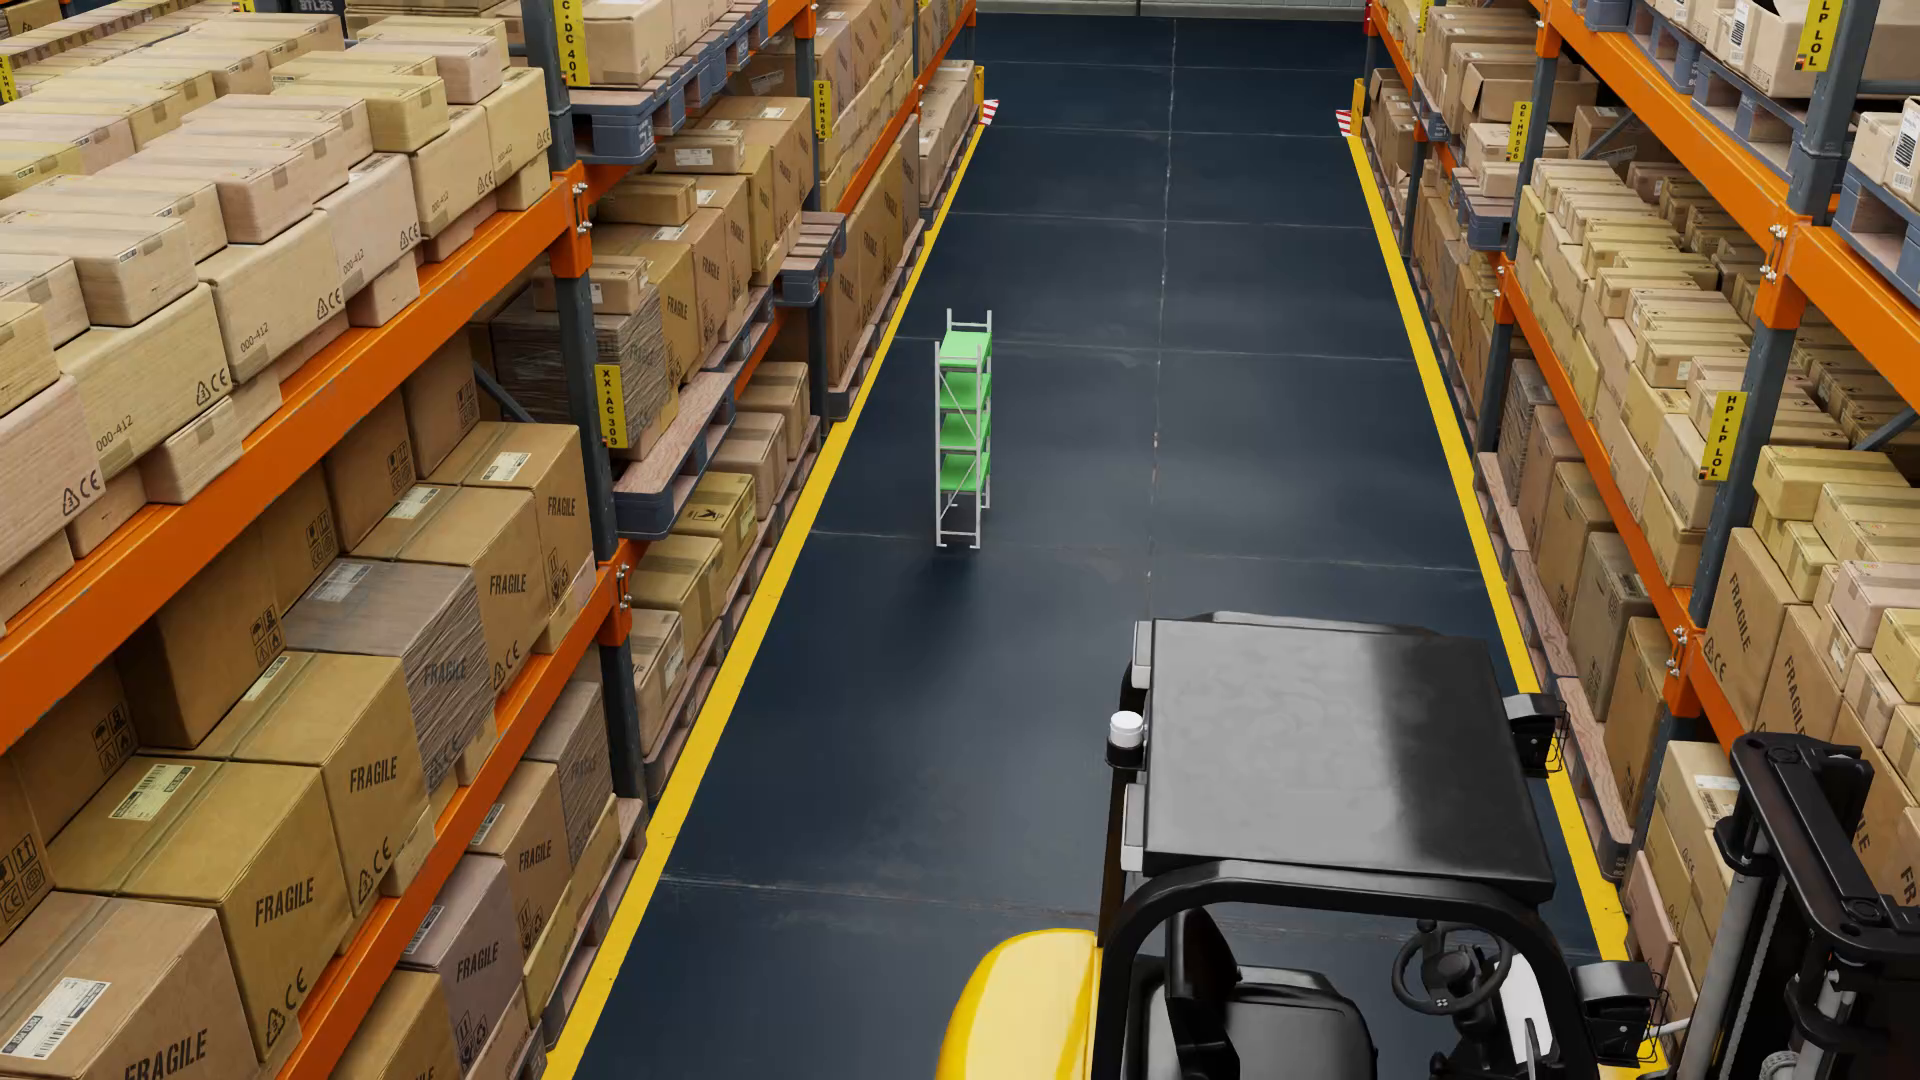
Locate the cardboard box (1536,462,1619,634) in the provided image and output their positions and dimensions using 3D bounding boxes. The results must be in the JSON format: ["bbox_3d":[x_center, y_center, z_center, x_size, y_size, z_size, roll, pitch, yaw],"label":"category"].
[{"bbox_3d":[3.355,0.049,8.057,0.875,0.625,0.625,2,28,4],"label":"cardboard box"}]

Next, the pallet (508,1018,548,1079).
[{"bbox_3d":[-2.012,1.989,5.336,1.003,0.211,1.213,3,28,6],"label":"pallet"}]

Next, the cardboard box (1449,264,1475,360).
[{"bbox_3d":[3.571,-1.507,11.077,0.500,0.500,0.500,5,29,8],"label":"cardboard box"}]

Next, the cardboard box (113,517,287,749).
[{"bbox_3d":[-2.233,0.171,4.297,0.700,0.500,0.500,3,28,6],"label":"cardboard box"}]

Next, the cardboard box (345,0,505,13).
[{"bbox_3d":[-1.873,-2.073,5.960,0.500,0.250,0.500,4,29,7],"label":"cardboard box"}]

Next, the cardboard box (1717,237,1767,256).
[{"bbox_3d":[3.729,-1.285,7.684,0.380,0.149,0.250,3,28,5],"label":"cardboard box"}]

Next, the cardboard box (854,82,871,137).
[{"bbox_3d":[-0.883,-2.871,11.048,0.500,0.250,0.500,3,28,6],"label":"cardboard box"}]

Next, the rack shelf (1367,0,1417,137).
[{"bbox_3d":[4.334,-4.237,14.710,1.077,0.370,4.000,3,28,6],"label":"rack shelf"}]

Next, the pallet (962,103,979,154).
[{"bbox_3d":[-0.368,-4.173,16.773,1.003,0.211,1.213,3,28,6],"label":"pallet"}]

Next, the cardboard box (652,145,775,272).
[{"bbox_3d":[-1.220,-1.664,8.314,0.500,0.500,0.500,1,28,3],"label":"cardboard box"}]

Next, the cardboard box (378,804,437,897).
[{"bbox_3d":[-1.732,0.867,4.743,0.380,0.149,0.250,4,29,7],"label":"cardboard box"}]

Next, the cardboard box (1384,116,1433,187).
[{"bbox_3d":[4.140,-3.408,14.606,0.700,0.500,0.500,2,28,4],"label":"cardboard box"}]

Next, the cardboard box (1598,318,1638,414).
[{"bbox_3d":[3.040,-0.729,7.072,0.500,0.250,0.500,4,29,7],"label":"cardboard box"}]

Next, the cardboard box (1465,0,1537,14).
[{"bbox_3d":[4.536,-4.693,13.852,0.500,0.500,0.500,3,28,5],"label":"cardboard box"}]

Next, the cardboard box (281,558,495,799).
[{"bbox_3d":[-1.741,0.403,4.921,0.500,0.500,0.500,4,29,8],"label":"cardboard box"}]

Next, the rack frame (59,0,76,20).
[{"bbox_3d":[-10.183,-6.357,17.888,1.000,3.000,0.127,3,28,6],"label":"rack frame"}]

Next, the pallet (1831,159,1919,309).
[{"bbox_3d":[3.030,-0.725,4.364,1.003,0.211,1.213,3,28,6],"label":"pallet"}]

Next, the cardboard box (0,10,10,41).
[{"bbox_3d":[-10.293,-4.873,16.929,0.875,0.875,0.875,3,28,6],"label":"cardboard box"}]

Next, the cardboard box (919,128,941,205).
[{"bbox_3d":[-0.654,-3.245,14.369,0.875,0.438,0.875,3,28,5],"label":"cardboard box"}]

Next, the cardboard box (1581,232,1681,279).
[{"bbox_3d":[3.120,-1.318,7.744,0.380,0.149,0.250,4,29,7],"label":"cardboard box"}]

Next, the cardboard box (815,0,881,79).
[{"bbox_3d":[-0.829,-3.432,11.298,0.500,0.500,0.500,4,29,7],"label":"cardboard box"}]

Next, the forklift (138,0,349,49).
[{"bbox_3d":[-3.869,-1.931,9.745,3.031,2.935,1.130,3,28,6],"label":"forklift"}]

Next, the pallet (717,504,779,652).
[{"bbox_3d":[-1.577,0.152,8.745,1.003,0.211,1.213,3,28,6],"label":"pallet"}]

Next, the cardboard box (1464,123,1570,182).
[{"bbox_3d":[3.407,-2.363,10.190,0.500,0.250,0.500,2,28,4],"label":"cardboard box"}]

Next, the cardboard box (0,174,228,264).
[{"bbox_3d":[-1.844,-0.681,3.613,0.380,0.149,0.250,4,29,7],"label":"cardboard box"}]

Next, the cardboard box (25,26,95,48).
[{"bbox_3d":[-6.454,-3.580,11.928,0.380,0.149,0.250,4,29,8],"label":"cardboard box"}]

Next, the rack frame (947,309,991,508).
[{"bbox_3d":[0.050,-0.721,9.323,0.240,1.200,0.015,3,28,6],"label":"rack frame"}]

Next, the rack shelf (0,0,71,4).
[{"bbox_3d":[-10.428,-5.099,16.311,1.077,0.370,4.000,3,28,6],"label":"rack shelf"}]

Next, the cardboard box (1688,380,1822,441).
[{"bbox_3d":[2.944,-0.472,6.174,0.380,0.149,0.250,3,28,5],"label":"cardboard box"}]

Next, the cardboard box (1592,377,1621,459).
[{"bbox_3d":[3.059,-0.502,7.177,0.500,0.250,0.500,4,29,7],"label":"cardboard box"}]

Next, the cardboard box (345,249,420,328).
[{"bbox_3d":[-1.694,-0.693,4.476,0.380,0.149,0.250,4,29,8],"label":"cardboard box"}]

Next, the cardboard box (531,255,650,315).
[{"bbox_3d":[-1.409,-0.979,6.359,0.380,0.149,0.250,3,28,6],"label":"cardboard box"}]

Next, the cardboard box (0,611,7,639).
[{"bbox_3d":[-1.935,0.151,2.909,0.380,0.149,0.250,4,29,8],"label":"cardboard box"}]

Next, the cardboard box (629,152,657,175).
[{"bbox_3d":[-1.728,-1.681,8.346,0.500,0.500,0.500,4,29,7],"label":"cardboard box"}]

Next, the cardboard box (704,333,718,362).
[{"bbox_3d":[-1.333,-0.939,7.652,0.380,0.149,0.250,4,29,7],"label":"cardboard box"}]

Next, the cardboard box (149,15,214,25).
[{"bbox_3d":[-5.749,-3.788,12.313,0.380,0.149,0.250,2,28,5],"label":"cardboard box"}]

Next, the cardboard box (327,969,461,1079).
[{"bbox_3d":[-1.803,1.588,4.804,0.500,0.500,0.500,4,29,7],"label":"cardboard box"}]

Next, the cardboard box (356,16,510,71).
[{"bbox_3d":[-1.640,-1.532,5.193,0.380,0.149,0.250,4,29,7],"label":"cardboard box"}]

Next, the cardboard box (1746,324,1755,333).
[{"bbox_3d":[3.571,-0.701,7.020,0.500,0.250,0.500,3,28,5],"label":"cardboard box"}]

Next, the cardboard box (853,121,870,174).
[{"bbox_3d":[-0.902,-2.655,11.174,0.500,0.250,0.500,4,29,8],"label":"cardboard box"}]

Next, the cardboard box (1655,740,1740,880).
[{"bbox_3d":[2.738,0.949,5.729,0.500,0.250,0.500,3,28,5],"label":"cardboard box"}]

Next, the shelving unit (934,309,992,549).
[{"bbox_3d":[0.020,-0.606,9.110,0.258,1.200,0.503,3,28,6],"label":"shelving unit"}]

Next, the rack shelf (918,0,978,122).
[{"bbox_3d":[-0.592,-4.523,15.242,1.077,0.370,4.000,3,28,6],"label":"rack shelf"}]

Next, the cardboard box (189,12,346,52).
[{"bbox_3d":[-2.180,-1.565,5.253,0.380,0.149,0.250,3,28,5],"label":"cardboard box"}]

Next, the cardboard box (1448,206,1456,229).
[{"bbox_3d":[3.716,-2.327,11.916,0.380,0.149,0.250,3,28,6],"label":"cardboard box"}]

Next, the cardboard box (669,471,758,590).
[{"bbox_3d":[-1.588,-0.074,8.553,0.950,0.372,0.625,4,29,8],"label":"cardboard box"}]

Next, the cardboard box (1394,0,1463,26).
[{"bbox_3d":[4.095,-4.644,14.552,0.500,0.250,0.500,3,28,5],"label":"cardboard box"}]

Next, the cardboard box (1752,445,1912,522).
[{"bbox_3d":[2.776,-0.174,5.307,0.380,0.149,0.250,4,29,7],"label":"cardboard box"}]

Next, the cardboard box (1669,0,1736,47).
[{"bbox_3d":[3.050,-2.073,6.318,0.500,0.311,0.500,2,28,4],"label":"cardboard box"}]

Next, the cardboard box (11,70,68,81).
[{"bbox_3d":[-5.973,-2.925,10.712,0.380,0.149,0.250,3,28,5],"label":"cardboard box"}]

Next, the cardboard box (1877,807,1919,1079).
[{"bbox_3d":[2.605,1.023,4.082,0.500,0.500,0.500,4,29,7],"label":"cardboard box"}]

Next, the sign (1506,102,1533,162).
[{"bbox_3d":[3.060,-2.231,9.091,0.100,0.325,0.005,3,28,6],"label":"sign"}]

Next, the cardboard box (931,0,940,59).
[{"bbox_3d":[-0.454,-4.385,14.121,0.500,0.500,0.500,4,29,7],"label":"cardboard box"}]

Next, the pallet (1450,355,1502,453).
[{"bbox_3d":[3.728,-0.851,10.607,1.003,0.211,1.213,3,28,6],"label":"pallet"}]

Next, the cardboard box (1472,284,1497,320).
[{"bbox_3d":[3.411,-1.477,10.337,0.380,0.149,0.250,2,28,4],"label":"cardboard box"}]

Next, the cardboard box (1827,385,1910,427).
[{"bbox_3d":[3.450,-0.452,6.137,0.380,0.149,0.250,2,28,5],"label":"cardboard box"}]
